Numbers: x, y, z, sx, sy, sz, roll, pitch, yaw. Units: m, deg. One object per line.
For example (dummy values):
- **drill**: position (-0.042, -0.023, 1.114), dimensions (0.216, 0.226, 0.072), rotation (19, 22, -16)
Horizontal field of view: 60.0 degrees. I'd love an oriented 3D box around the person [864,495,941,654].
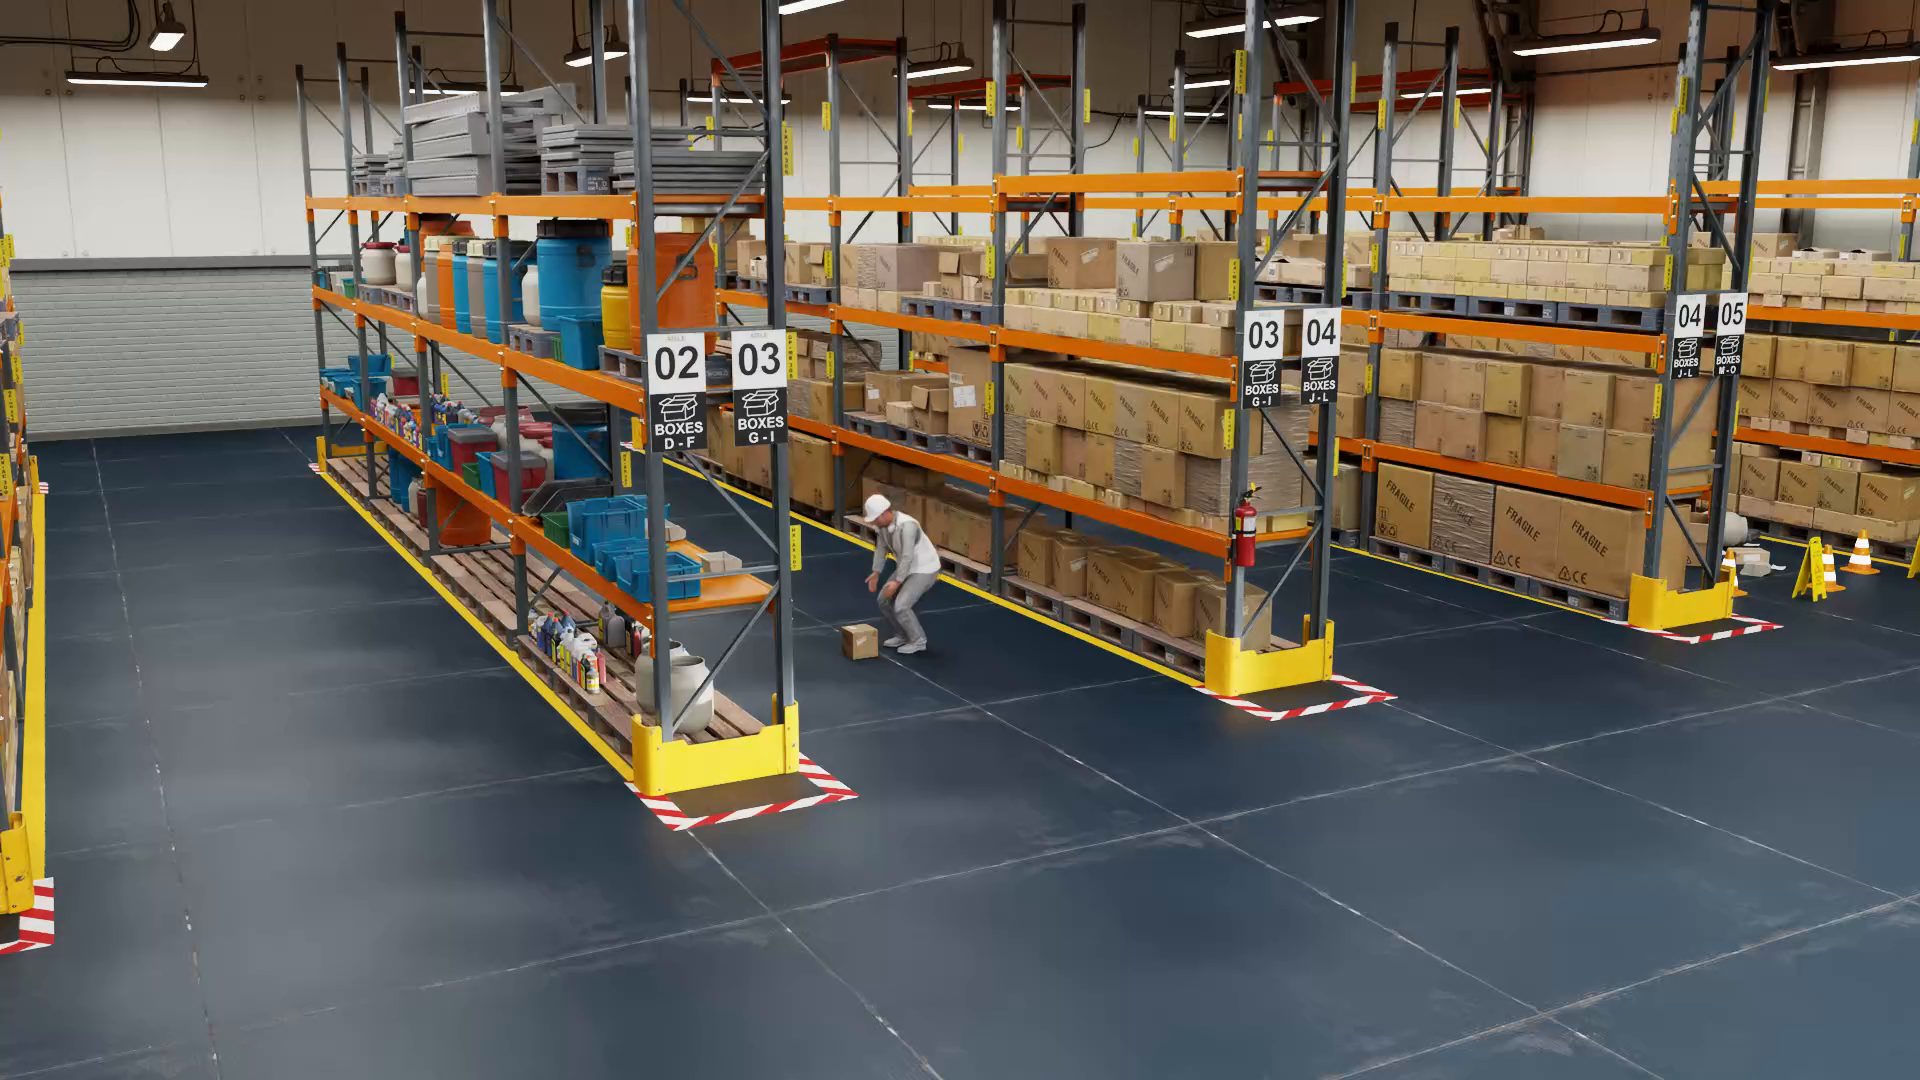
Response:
- **person**: position (-0.535, 0.294, 15.198), dimensions (0.734, 1.478, 0.591), rotation (-6, 13, -28)
